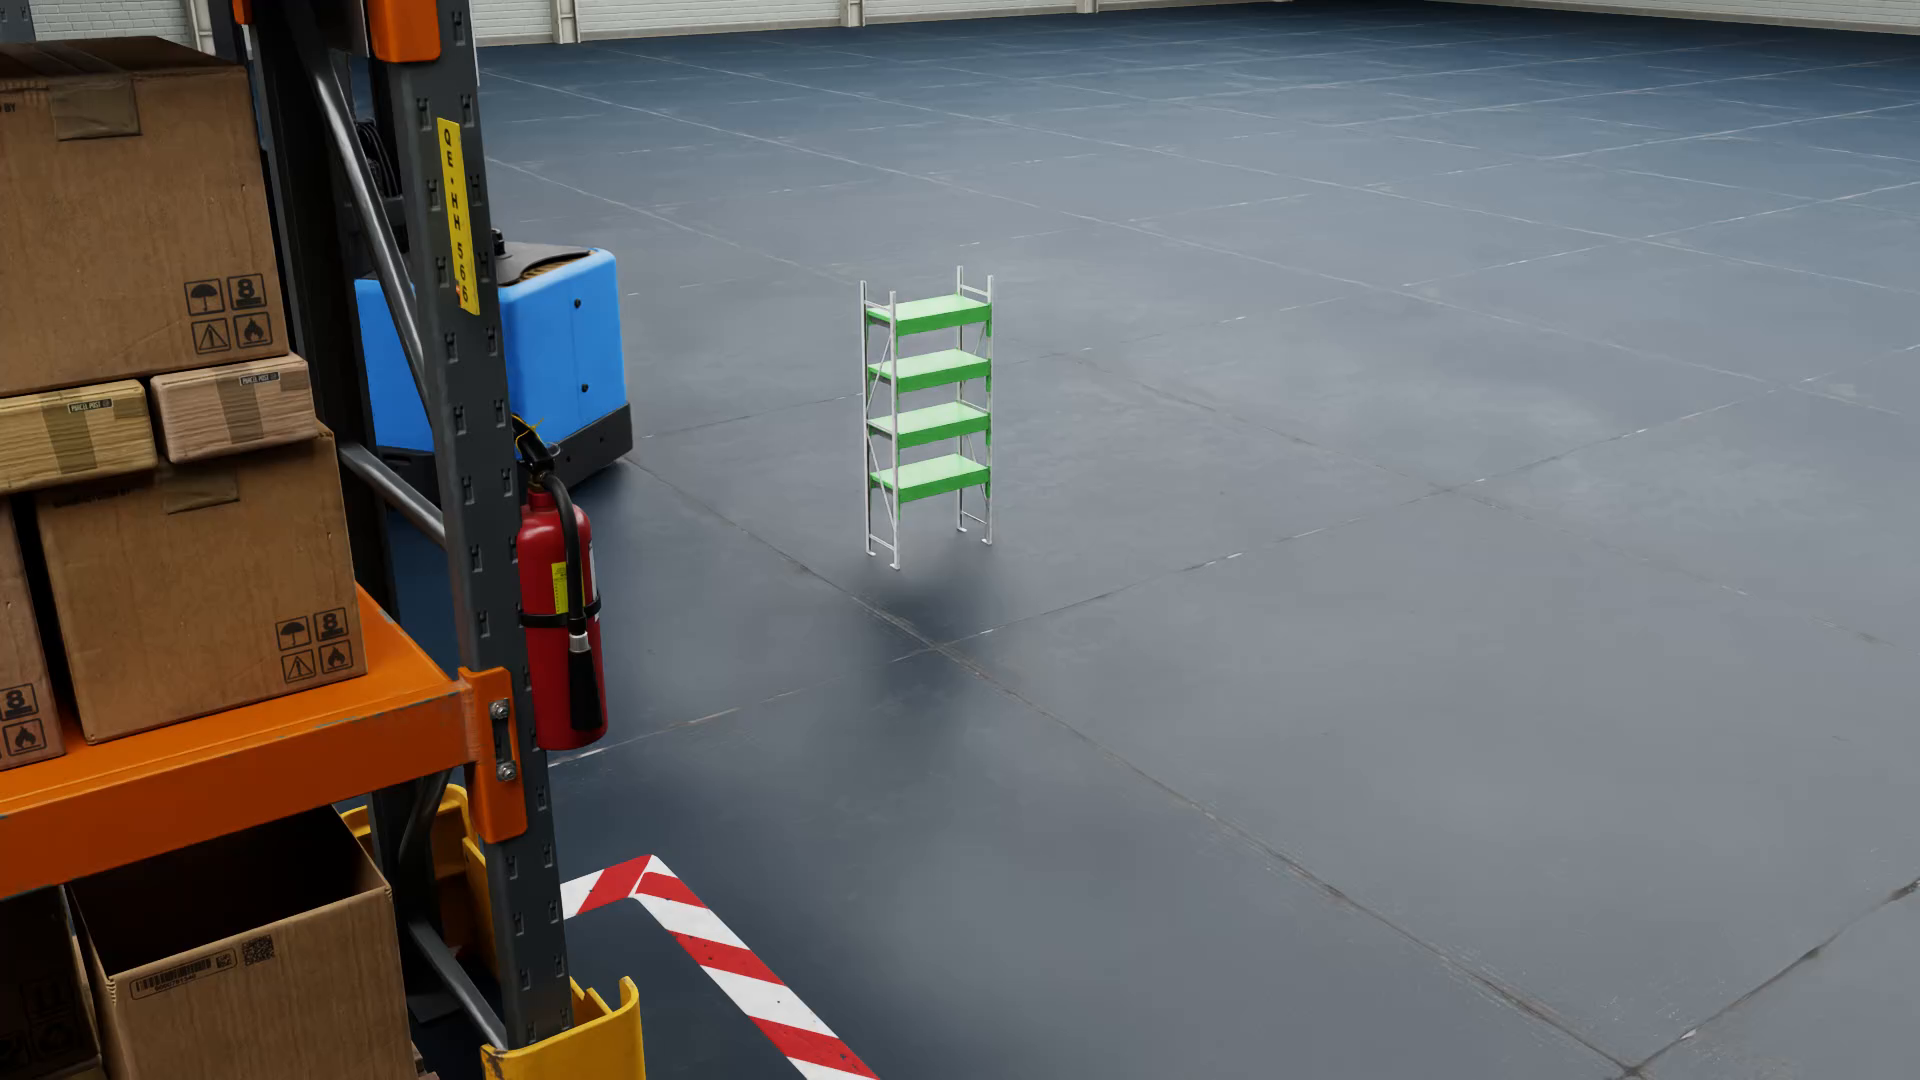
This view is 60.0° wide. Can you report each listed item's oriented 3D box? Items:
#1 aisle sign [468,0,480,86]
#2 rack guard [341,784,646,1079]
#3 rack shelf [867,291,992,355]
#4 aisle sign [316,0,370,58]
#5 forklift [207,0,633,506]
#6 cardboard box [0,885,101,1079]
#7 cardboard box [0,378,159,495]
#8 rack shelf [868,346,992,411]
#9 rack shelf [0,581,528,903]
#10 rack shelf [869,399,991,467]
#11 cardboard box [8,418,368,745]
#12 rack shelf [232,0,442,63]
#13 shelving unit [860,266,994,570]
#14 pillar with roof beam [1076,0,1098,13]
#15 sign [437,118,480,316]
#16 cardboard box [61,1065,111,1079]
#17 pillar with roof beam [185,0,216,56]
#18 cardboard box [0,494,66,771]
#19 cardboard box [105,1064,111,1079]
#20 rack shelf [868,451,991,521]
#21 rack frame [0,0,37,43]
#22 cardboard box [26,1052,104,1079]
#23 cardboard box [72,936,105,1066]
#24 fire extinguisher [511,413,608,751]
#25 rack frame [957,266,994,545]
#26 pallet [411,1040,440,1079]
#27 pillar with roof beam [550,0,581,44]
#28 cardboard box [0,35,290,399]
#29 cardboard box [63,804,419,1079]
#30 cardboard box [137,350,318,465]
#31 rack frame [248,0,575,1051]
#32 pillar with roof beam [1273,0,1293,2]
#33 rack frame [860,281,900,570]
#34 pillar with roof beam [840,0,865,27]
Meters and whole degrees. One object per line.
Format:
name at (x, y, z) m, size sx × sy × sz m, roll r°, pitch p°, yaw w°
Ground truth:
aisle sign at (-0.942, -1.205, 2.861) m, size 0.004 × 0.787 × 0.394 m, roll -15°, pitch 26°, yaw -33°
rack guard at (-1.148, 1.084, 4.005) m, size 0.348 × 0.500 × 1.175 m, roll -15°, pitch 26°, yaw -33°
rack shelf at (-0.134, -0.908, 6.930) m, size 0.480 × 0.148 × 0.258 m, roll -15°, pitch 26°, yaw -33°
aisle sign at (-1.293, -1.386, 3.314) m, size 0.004 × 0.787 × 0.394 m, roll -15°, pitch 26°, yaw -33°
forklift at (-3.217, -1.775, 7.890) m, size 3.031 × 2.935 × 1.130 m, roll 7°, pitch 23°, yaw 17°
cardboard box at (-2.137, 0.820, 3.426) m, size 0.500 × 0.500 × 0.500 m, roll -15°, pitch 26°, yaw -33°
cardboard box at (-1.578, -0.222, 2.896) m, size 0.250 × 0.149 × 0.380 m, roll -14°, pitch 26°, yaw -32°
rack shelf at (-0.134, -0.685, 7.019) m, size 0.480 × 0.148 × 0.258 m, roll -15°, pitch 26°, yaw -33°
rack shelf at (-2.791, 0.695, 2.577) m, size 4.000 × 0.370 × 1.077 m, roll -15°, pitch 26°, yaw -33°
rack shelf at (-0.134, -0.462, 7.108) m, size 0.480 × 0.148 × 0.258 m, roll -15°, pitch 26°, yaw -33°
cardboard box at (-1.554, -0.021, 3.267) m, size 0.500 × 0.500 × 0.700 m, roll -15°, pitch 26°, yaw -33°
rack shelf at (-2.791, -0.698, 2.022) m, size 4.000 × 0.370 × 1.077 m, roll -15°, pitch 26°, yaw -33°
shelving unit at (-0.134, -0.521, 7.084) m, size 0.503 × 1.200 × 0.258 m, roll -15°, pitch 26°, yaw -33°
pillar with roof beam at (5.265, -14.333, 31.174) m, size 0.400 × 9.000 × 9.100 m, roll -15°, pitch 26°, yaw -33°
sign at (-0.862, -0.553, 2.854) m, size 0.005 × 0.325 × 0.100 m, roll -15°, pitch 26°, yaw -33°
cardboard box at (-1.829, 1.327, 3.167) m, size 0.500 × 0.250 × 0.500 m, roll -15°, pitch 26°, yaw -33°
pillar with roof beam at (-9.346, -10.437, 21.410) m, size 0.400 × 9.000 × 9.100 m, roll -15°, pitch 26°, yaw -33°
cardboard box at (-1.977, 0.094, 2.978) m, size 0.500 × 0.500 × 0.700 m, roll -14°, pitch 26°, yaw -31°
cardboard box at (-1.430, 1.215, 3.447) m, size 0.500 × 0.250 × 0.500 m, roll -15°, pitch 26°, yaw -33°
rack shelf at (-0.134, -0.239, 7.197) m, size 0.480 × 0.148 × 0.258 m, roll -15°, pitch 26°, yaw -33°
rack frame at (-4.057, -1.563, 7.265) m, size 0.127 × 3.000 × 1.000 m, roll -15°, pitch 26°, yaw -33°
cardboard box at (-2.136, 1.169, 3.564) m, size 0.500 × 0.250 × 0.500 m, roll -15°, pitch 26°, yaw -33°
cardboard box at (-1.733, 1.059, 3.838) m, size 0.500 × 0.250 × 0.500 m, roll -15°, pitch 26°, yaw -33°
fire extinguisher at (-0.800, 0.078, 3.257) m, size 0.183 × 0.674 × 0.296 m, roll -15°, pitch 26°, yaw -33°
rack frame at (0.064, -0.574, 7.217) m, size 0.015 × 1.200 × 0.240 m, roll -15°, pitch 26°, yaw -33°
pallet at (-1.764, 1.401, 3.599) m, size 1.213 × 0.211 × 1.003 m, roll -15°, pitch 26°, yaw -33°
pillar with roof beam at (-4.476, -11.736, 24.665) m, size 0.400 × 9.000 × 9.100 m, roll -15°, pitch 26°, yaw -33°
cardboard box at (-1.597, -0.612, 2.998) m, size 0.500 × 0.500 × 0.700 m, roll -15°, pitch 26°, yaw -33°
cardboard box at (-1.429, 0.868, 3.307) m, size 0.500 × 0.500 × 0.500 m, roll -15°, pitch 26°, yaw -33°
cardboard box at (-1.366, -0.279, 3.039) m, size 0.250 × 0.149 × 0.380 m, roll -15°, pitch 26°, yaw -34°
rack frame at (-1.167, -0.072, 3.529) m, size 0.127 × 3.000 × 1.000 m, roll -15°, pitch 26°, yaw -33°
pillar with roof beam at (10.136, -15.632, 34.429) m, size 0.400 × 9.000 × 9.100 m, roll -15°, pitch 26°, yaw -33°
rack frame at (-0.332, -0.469, 6.952) m, size 0.015 × 1.200 × 0.240 m, roll -15°, pitch 26°, yaw -33°
pillar with roof beam at (0.395, -13.035, 27.919) m, size 0.400 × 9.000 × 9.100 m, roll -15°, pitch 26°, yaw -33°
